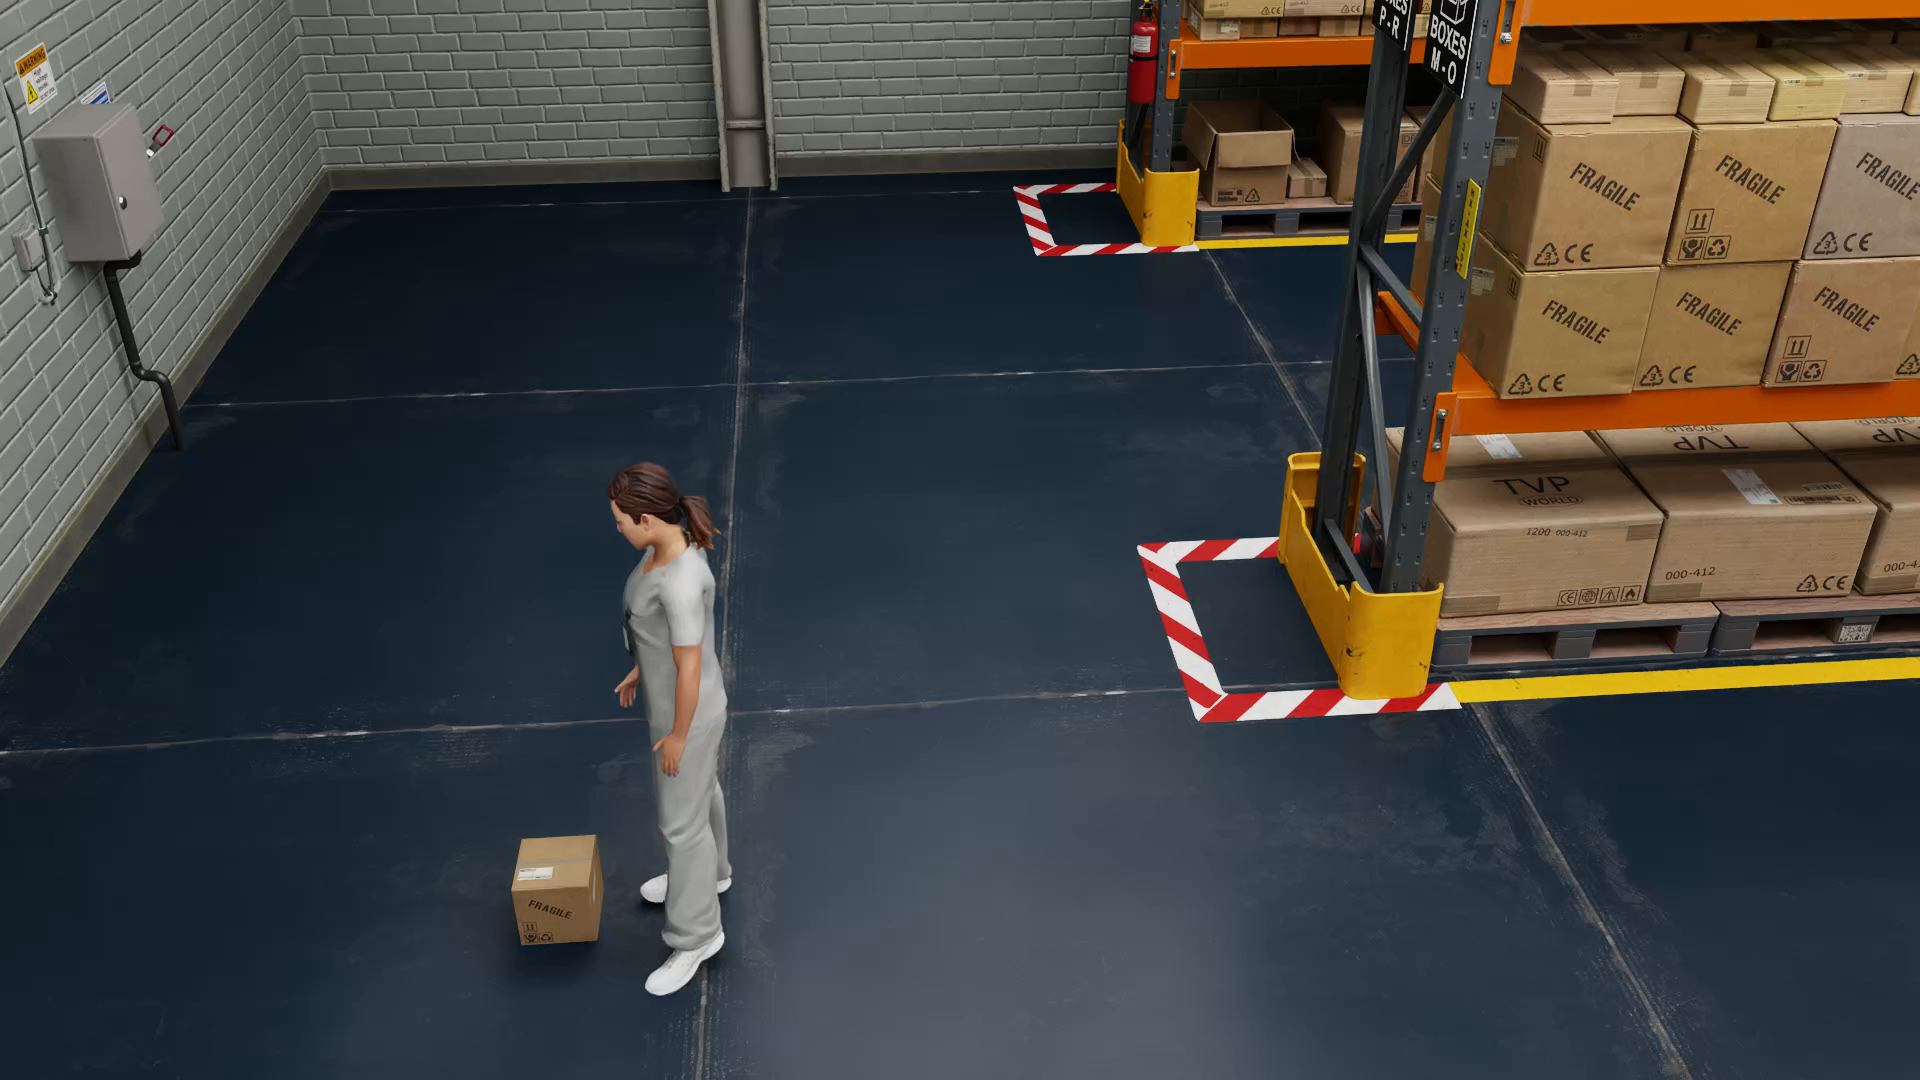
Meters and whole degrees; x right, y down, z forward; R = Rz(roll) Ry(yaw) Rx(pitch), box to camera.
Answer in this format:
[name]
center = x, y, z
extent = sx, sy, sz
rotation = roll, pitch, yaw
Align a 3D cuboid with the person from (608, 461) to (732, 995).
[person]
center = -0.887, 0.565, 5.184
extent = 0.415, 1.692, 0.627
rotation = -8, 32, -13
